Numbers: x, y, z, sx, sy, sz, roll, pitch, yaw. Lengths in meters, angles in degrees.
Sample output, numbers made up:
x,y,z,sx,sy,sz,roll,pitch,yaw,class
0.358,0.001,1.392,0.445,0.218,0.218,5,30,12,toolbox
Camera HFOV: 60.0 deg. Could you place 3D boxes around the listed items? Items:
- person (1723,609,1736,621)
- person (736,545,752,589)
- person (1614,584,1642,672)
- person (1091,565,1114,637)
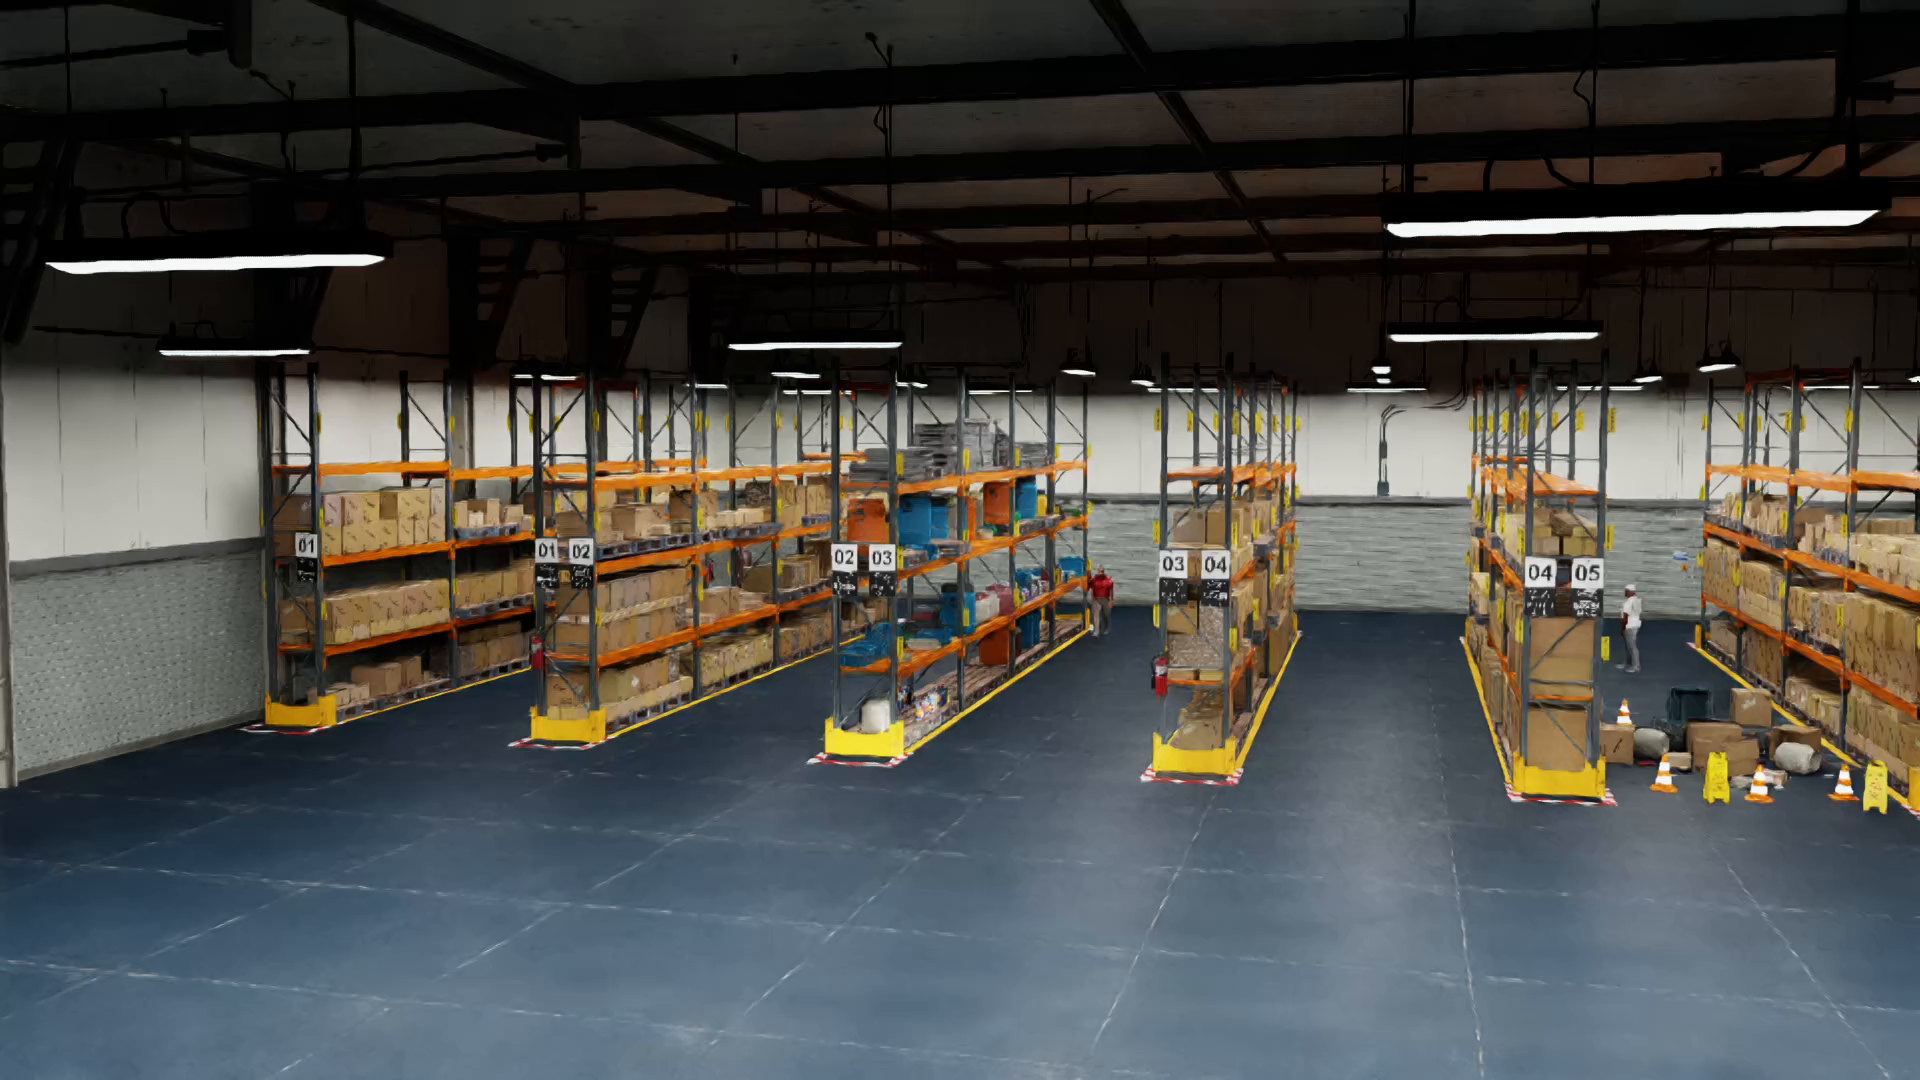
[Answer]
x,y,z,sx,sy,sz,roll,pitch,yaw,class
17.895,1.475,38.492,0.683,1.645,0.488,-1,4,-13,person
-5.847,0.920,45.243,0.778,1.768,0.614,-3,5,-36,person
13.470,1.752,33.498,0.585,1.763,0.682,3,5,39,person
3.329,1.422,38.970,0.554,1.669,1.031,1,4,13,person
